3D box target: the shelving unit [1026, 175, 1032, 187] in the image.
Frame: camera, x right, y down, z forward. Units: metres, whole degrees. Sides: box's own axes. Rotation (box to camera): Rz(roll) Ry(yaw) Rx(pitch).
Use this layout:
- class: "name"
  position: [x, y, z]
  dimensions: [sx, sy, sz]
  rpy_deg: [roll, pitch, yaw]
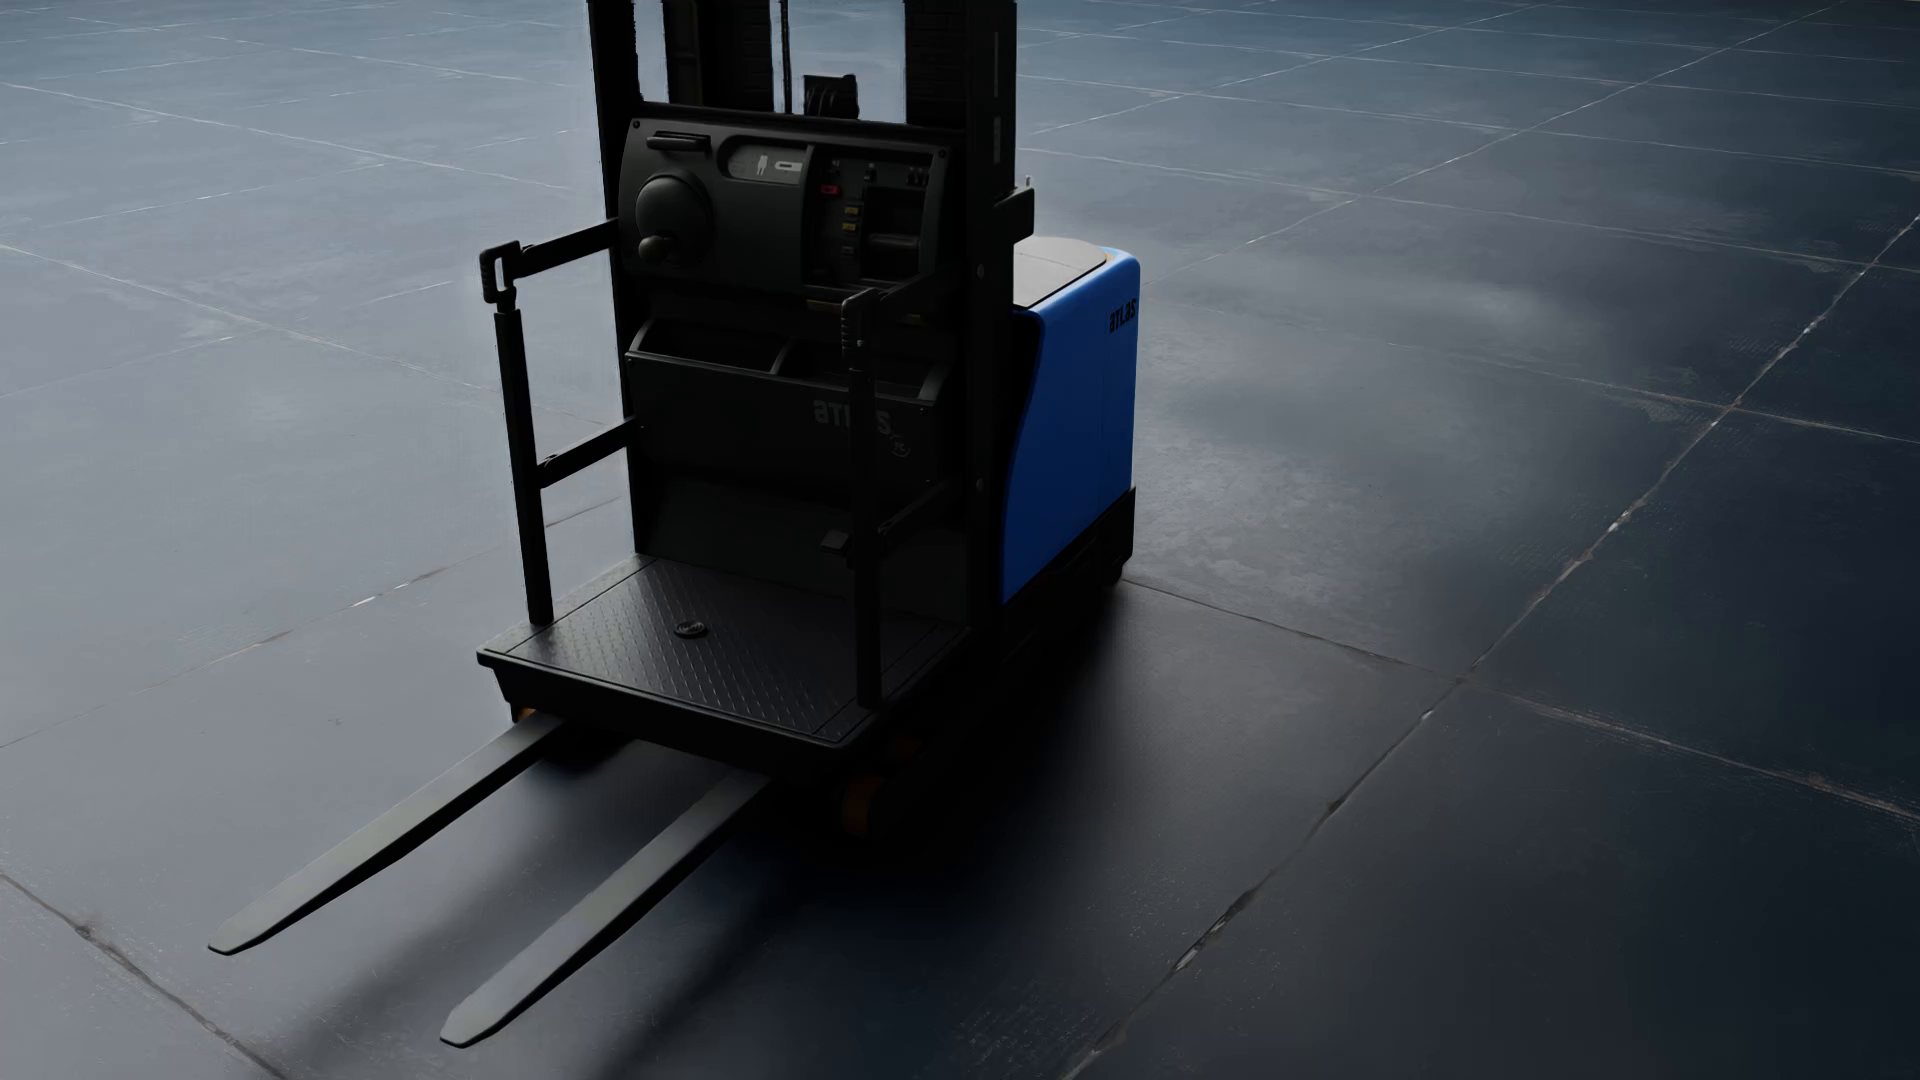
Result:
- class: "shelving unit"
  position: [-0.039, -0.657, 5.753]
  dimensions: [0.503, 1.200, 0.258]
  rpy_deg: [10, 26, 22]

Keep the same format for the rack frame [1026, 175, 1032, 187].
- class: "rack frame"
  position: [0.184, -0.617, 5.663]
  dimensions: [0.015, 1.200, 0.240]
  rpy_deg: [10, 26, 22]

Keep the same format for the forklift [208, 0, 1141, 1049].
- class: "forklift"
  position: [-0.541, -0.806, 3.945]
  dimensions: [1.130, 2.935, 3.031]
  rpy_deg: [11, 26, 24]
